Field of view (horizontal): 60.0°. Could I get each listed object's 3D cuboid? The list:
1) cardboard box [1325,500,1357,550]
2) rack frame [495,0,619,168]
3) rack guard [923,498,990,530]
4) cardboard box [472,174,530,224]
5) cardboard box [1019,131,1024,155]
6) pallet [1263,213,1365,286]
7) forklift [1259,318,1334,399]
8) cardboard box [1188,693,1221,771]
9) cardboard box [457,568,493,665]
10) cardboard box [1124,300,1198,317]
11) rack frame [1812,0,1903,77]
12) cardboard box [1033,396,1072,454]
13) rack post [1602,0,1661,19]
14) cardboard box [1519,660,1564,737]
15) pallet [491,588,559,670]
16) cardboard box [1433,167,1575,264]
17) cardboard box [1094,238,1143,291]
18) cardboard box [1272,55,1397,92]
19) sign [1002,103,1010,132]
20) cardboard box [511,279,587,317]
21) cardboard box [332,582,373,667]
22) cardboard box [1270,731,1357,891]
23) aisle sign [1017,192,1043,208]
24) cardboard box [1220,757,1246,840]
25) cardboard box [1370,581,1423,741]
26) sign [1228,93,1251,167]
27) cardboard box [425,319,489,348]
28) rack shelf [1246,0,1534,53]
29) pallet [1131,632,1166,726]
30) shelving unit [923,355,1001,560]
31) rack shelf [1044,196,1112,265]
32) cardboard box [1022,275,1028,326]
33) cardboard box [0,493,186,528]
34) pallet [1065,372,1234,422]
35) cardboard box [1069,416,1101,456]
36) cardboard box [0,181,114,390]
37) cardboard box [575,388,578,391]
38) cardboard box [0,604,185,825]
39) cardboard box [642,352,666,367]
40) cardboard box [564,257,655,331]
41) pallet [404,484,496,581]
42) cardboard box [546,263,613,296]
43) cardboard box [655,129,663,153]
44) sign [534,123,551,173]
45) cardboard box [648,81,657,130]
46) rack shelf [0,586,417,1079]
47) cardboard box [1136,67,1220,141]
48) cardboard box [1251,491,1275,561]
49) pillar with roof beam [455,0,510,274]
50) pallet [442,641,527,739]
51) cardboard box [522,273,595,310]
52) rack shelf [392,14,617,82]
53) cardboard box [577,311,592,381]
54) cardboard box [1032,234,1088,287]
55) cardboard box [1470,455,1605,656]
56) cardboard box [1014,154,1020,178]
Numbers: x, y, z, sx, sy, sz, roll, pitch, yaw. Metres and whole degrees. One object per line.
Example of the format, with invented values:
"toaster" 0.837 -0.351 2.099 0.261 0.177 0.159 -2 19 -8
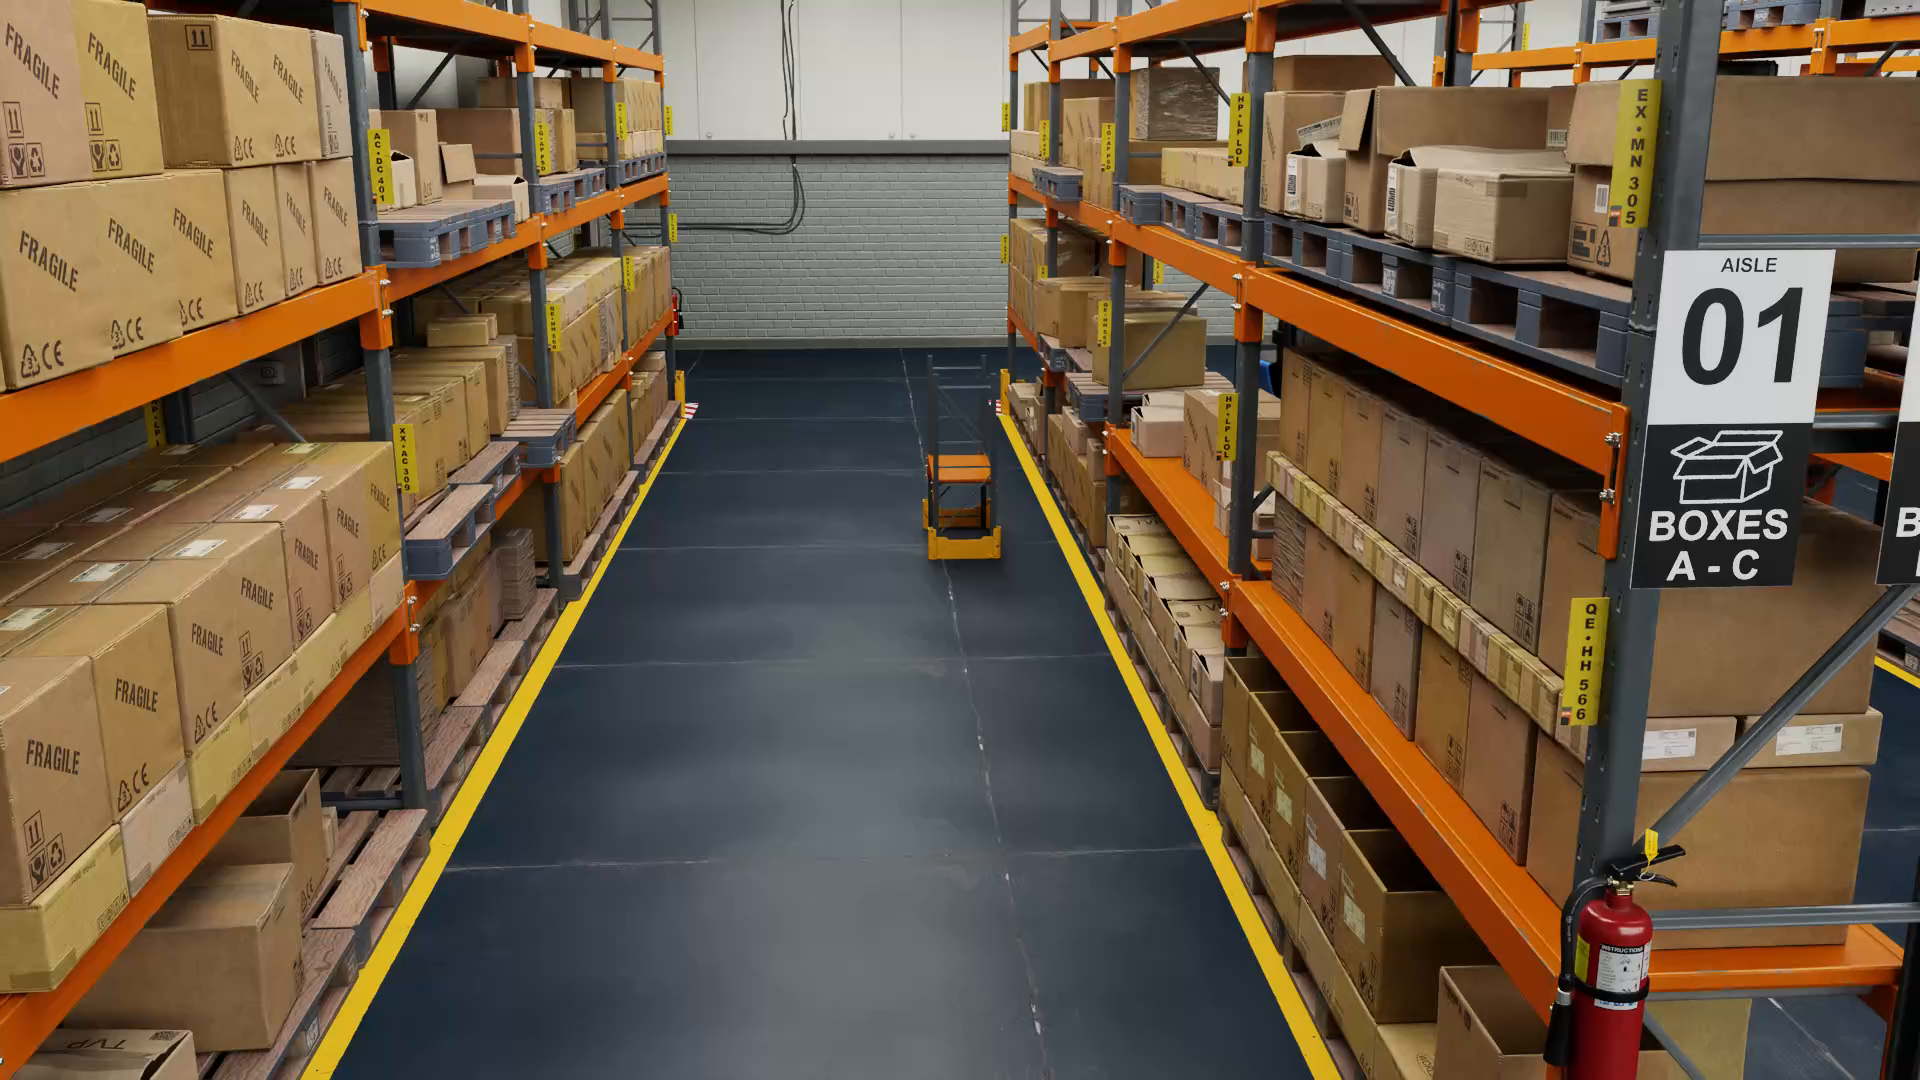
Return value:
"cardboard box" 1.707 -0.065 6.757 0.380 0.149 0.250 -1 14 -5
"rack frame" -3.621 -4.844 14.793 1.000 3.000 0.127 -1 14 -3
"rack guard" -0.026 -0.226 14.403 0.587 0.250 0.087 -1 14 -3
"cardboard box" -3.059 -2.188 10.630 0.500 0.311 0.500 -1 14 -3
"cardboard box" 0.909 -4.252 17.812 0.500 0.250 0.500 -1 14 -3
"pallet" 1.898 -1.224 6.923 1.003 0.211 1.213 -1 14 -3
"forklift" 3.727 -1.996 15.901 1.130 2.935 3.031 -4 15 -14
"cardboard box" 1.504 1.003 8.783 0.500 0.250 0.500 -1 14 -4
"cardboard box" -3.301 0.485 10.255 0.700 0.500 0.500 -1 14 -4
"cardboard box" 1.553 -1.658 13.408 0.700 0.500 0.500 2 15 7
"rack frame" 6.515 -4.002 11.521 1.000 3.000 0.127 -1 14 -3
"cardboard box" 1.005 -1.156 16.632 0.500 0.500 0.500 -1 14 -3
"rack post" 6.288 -4.750 14.581 0.937 0.300 0.954 -1 14 -4
"cardboard box" 1.835 0.449 4.760 0.380 0.149 0.250 -1 14 -2
"pallet" -3.326 0.601 11.266 1.003 0.211 1.213 -1 14 -3
"cardboard box" 1.732 -0.965 4.915 0.500 0.250 0.500 -1 14 -3
"cardboard box" 1.575 -2.670 16.177 0.500 0.500 0.500 -1 14 -2
"cardboard box" 1.820 -2.127 8.207 0.500 0.500 0.500 -1 14 -3
"sign" 0.534 -4.878 19.193 0.100 0.325 0.005 -1 14 -3
"cardboard box" -3.213 -1.884 12.986 0.500 0.250 0.500 -1 14 -3
"cardboard box" -2.771 0.351 6.902 0.500 0.250 0.500 -1 14 -3
"cardboard box" 1.597 1.108 6.872 0.500 0.500 0.500 -1 14 -3
"aisle sign" 0.778 -4.282 19.432 0.394 0.787 0.004 -1 14 -3
"cardboard box" 1.545 1.222 7.933 0.500 0.250 0.500 -1 14 -3
"cardboard box" 1.952 0.419 6.178 0.700 0.500 0.500 0 14 -2
"sign" 1.278 -1.871 7.589 0.100 0.325 0.005 -1 14 -3
"cardboard box" -3.287 -1.354 10.885 0.380 0.149 0.250 -3 15 -13
"rack shelf" 1.943 -1.892 5.568 1.077 0.370 4.000 -1 14 -3
"pallet" 1.656 0.837 10.348 1.003 0.211 1.213 -1 14 -3
"shelving unit" 0.005 -0.707 13.766 0.587 1.500 1.083 -1 14 -3
"rack shelf" 1.447 -2.623 13.624 1.077 0.370 4.000 -1 14 -3
"cardboard box" 0.935 -2.567 17.784 0.500 0.500 0.500 -1 14 -3
"cardboard box" -3.251 0.124 6.282 0.500 0.500 0.500 0 14 -2
"pallet" 1.459 -1.096 12.650 1.213 0.211 1.003 -1 14 -3
"cardboard box" 1.204 -0.884 14.071 0.500 0.250 0.500 -1 14 -4
"cardboard box" -2.646 -0.686 4.412 0.500 0.500 0.500 0 14 0
"cardboard box" -3.270 -1.237 13.277 0.380 0.149 0.250 -1 14 -3
"cardboard box" -2.627 0.499 4.822 0.500 0.500 0.500 -1 14 -3
"cardboard box" -3.535 -2.039 18.802 0.380 0.149 0.250 -1 14 -4
"cardboard box" -3.733 -2.581 17.437 0.980 0.700 0.700 -2 15 -6
"pallet" -3.027 -0.048 8.579 1.003 0.211 1.213 -1 14 -3
"cardboard box" -3.314 -2.264 14.464 0.500 0.250 0.500 -1 14 -2
"cardboard box" -3.558 -4.387 18.295 0.500 0.250 0.500 0 14 -2
"sign" -2.831 -2.655 11.267 0.100 0.325 0.005 -1 14 -3
"cardboard box" -3.531 -4.626 17.718 0.500 0.500 0.500 0 14 -2
"rack shelf" -3.001 0.897 5.964 1.077 0.370 4.000 -1 14 -3
"cardboard box" 1.550 -3.115 11.887 0.500 0.500 0.500 -1 14 -3
"cardboard box" 1.745 -0.075 8.601 0.500 0.250 0.500 0 14 0
"pillar with roof beam" -0.231 -5.071 15.676 9.100 9.000 0.400 -1 14 -3
"pallet" -3.253 0.904 10.090 1.003 0.211 1.213 -1 14 -3
"cardboard box" -3.251 -2.011 13.479 0.500 0.250 0.500 -1 14 -5
"rack shelf" -3.497 -3.804 13.000 1.077 0.370 4.000 -1 14 -3
"cardboard box" -3.200 -1.524 13.094 0.500 0.500 0.500 -1 14 -4
"cardboard box" 0.999 -2.798 16.673 0.500 0.500 0.500 -1 14 -5
"cardboard box" 2.009 0.032 5.080 0.700 0.500 0.500 -1 14 -5
"cardboard box" 0.872 -4.135 18.357 0.500 0.250 0.500 -1 14 -3
